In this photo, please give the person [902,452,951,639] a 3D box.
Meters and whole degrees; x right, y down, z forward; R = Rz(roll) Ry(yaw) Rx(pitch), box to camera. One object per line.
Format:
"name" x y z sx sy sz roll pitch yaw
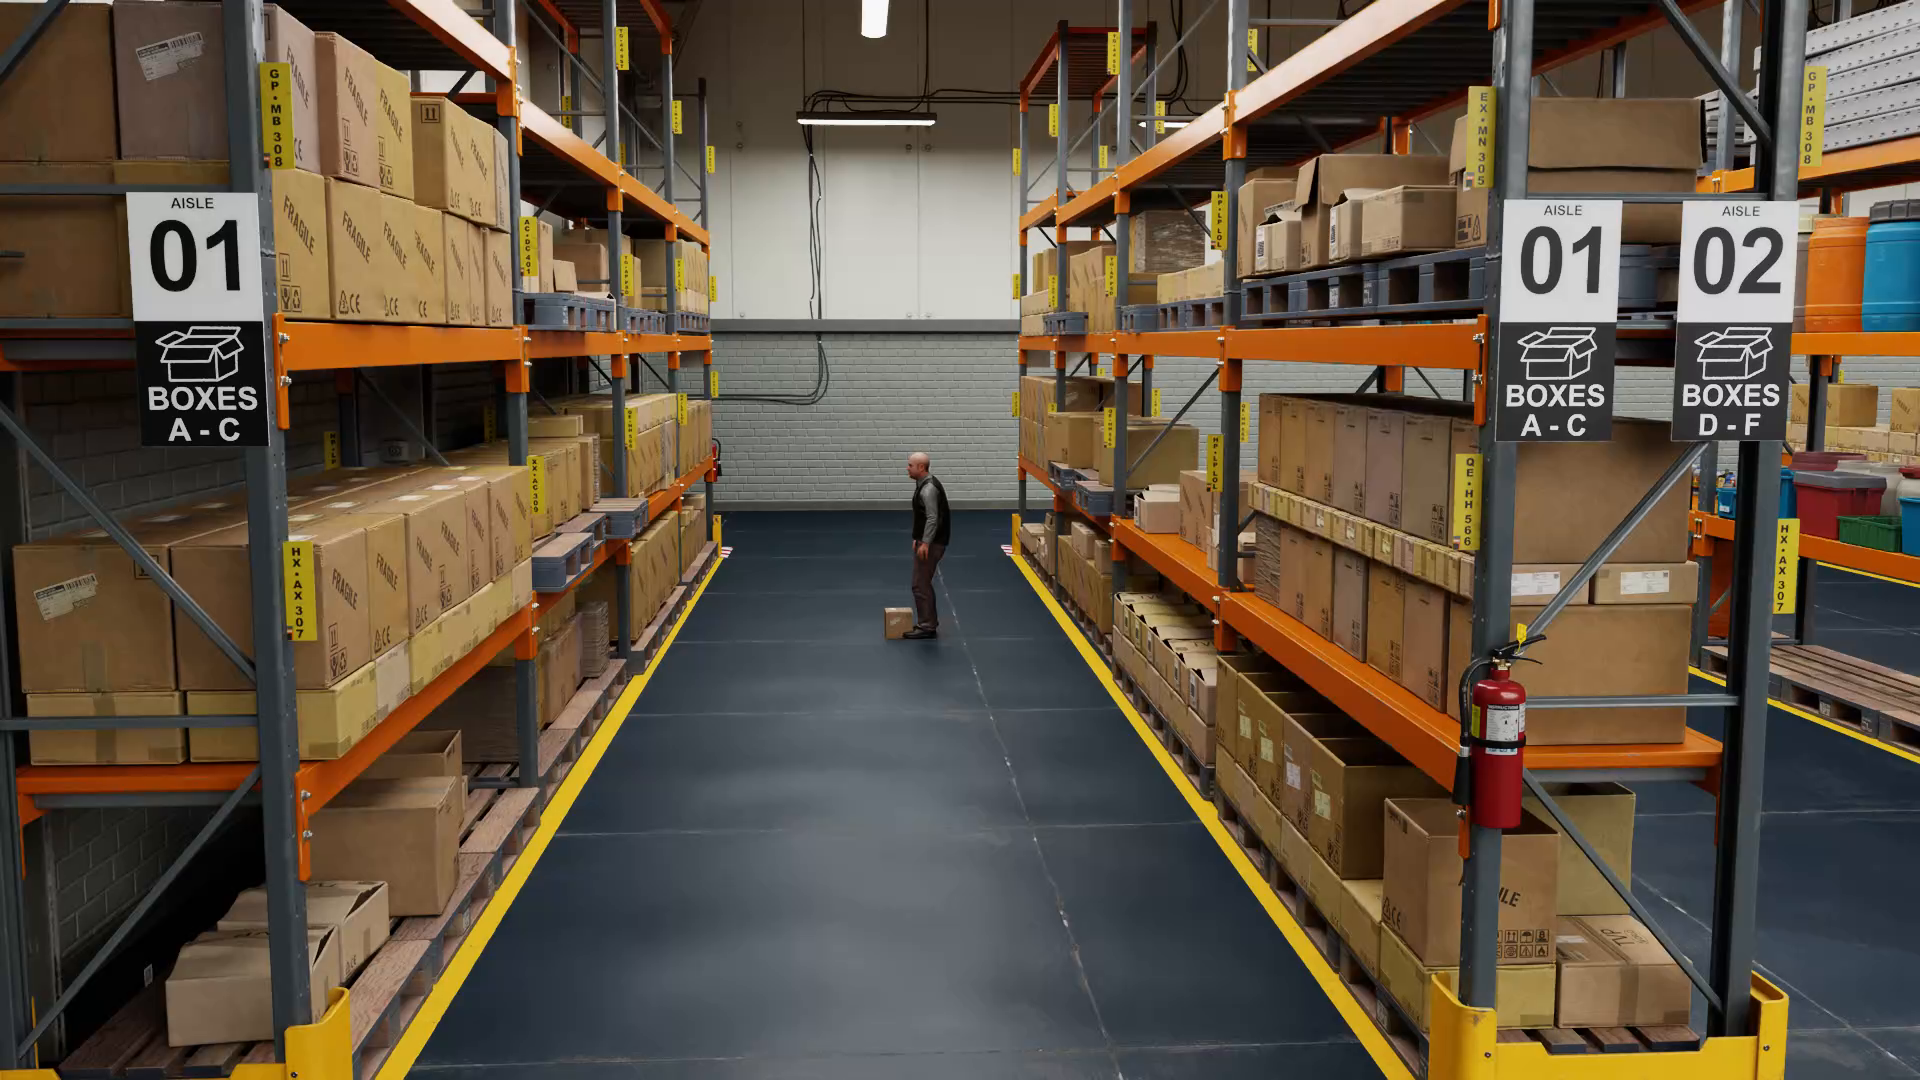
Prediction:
"person" -0.320 0.043 15.476 0.463 1.721 0.589 -1 7 -5
